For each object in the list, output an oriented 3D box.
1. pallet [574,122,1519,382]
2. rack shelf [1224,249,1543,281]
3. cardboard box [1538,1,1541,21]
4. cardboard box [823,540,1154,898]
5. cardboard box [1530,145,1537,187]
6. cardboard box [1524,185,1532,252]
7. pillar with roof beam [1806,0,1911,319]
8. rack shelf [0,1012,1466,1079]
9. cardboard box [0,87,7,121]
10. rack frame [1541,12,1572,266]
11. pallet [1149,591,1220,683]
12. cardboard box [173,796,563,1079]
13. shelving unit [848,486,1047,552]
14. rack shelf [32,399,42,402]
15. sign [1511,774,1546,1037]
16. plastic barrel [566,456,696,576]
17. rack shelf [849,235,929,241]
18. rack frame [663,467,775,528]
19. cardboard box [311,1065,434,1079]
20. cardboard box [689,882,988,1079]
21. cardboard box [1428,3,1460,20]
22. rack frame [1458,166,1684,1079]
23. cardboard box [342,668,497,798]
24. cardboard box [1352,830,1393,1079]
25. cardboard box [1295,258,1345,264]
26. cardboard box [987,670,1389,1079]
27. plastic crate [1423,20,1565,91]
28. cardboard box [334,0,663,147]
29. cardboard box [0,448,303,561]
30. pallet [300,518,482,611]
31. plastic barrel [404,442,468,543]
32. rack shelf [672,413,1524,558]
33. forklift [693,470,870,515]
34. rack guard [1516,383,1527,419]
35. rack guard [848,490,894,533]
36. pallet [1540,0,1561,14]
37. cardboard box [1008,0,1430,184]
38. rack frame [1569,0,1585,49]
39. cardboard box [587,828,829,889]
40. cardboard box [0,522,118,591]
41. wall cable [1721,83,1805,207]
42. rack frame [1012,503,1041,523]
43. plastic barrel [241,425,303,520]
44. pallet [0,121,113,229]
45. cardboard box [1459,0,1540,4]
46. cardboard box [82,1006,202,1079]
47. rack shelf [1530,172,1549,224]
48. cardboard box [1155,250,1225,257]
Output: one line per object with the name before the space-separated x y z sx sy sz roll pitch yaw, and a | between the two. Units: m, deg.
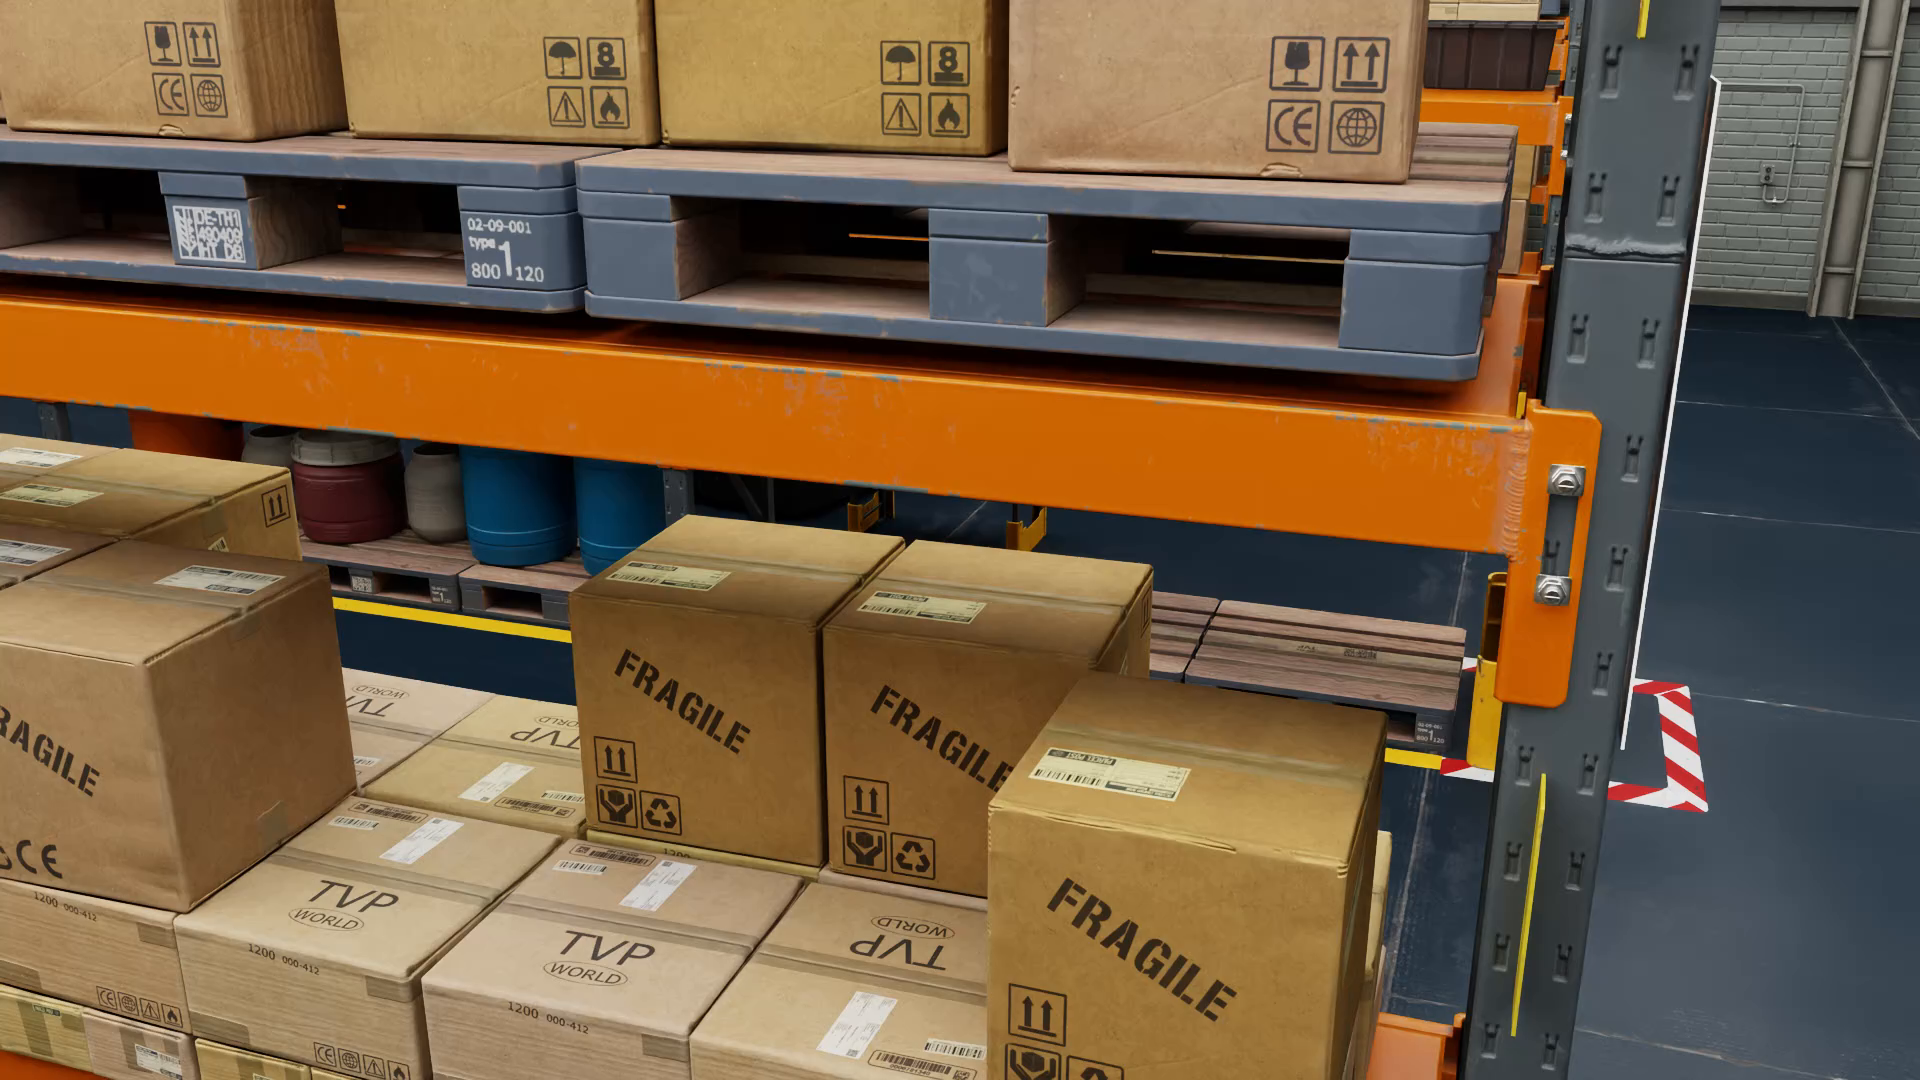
pallet | 0.200 -0.502 2.536 1.213 0.211 1.003 7 20 18
rack shelf | 2.269 -2.007 12.368 4.000 0.370 1.077 7 20 18
cardboard box | 3.757 -3.610 11.547 0.500 0.250 0.500 7 20 18
cardboard box | 0.067 0.336 3.192 0.500 0.500 0.500 6 20 17
cardboard box | 3.826 -2.779 11.822 0.500 0.500 0.500 7 20 20
cardboard box | 3.826 -2.307 11.986 0.500 0.500 0.500 7 20 19
pillar with roof beam | 7.202 -5.142 11.157 0.400 9.000 9.100 7 20 18
rack shelf | -0.985 1.073 3.533 4.000 0.370 1.077 7 20 18
cardboard box | -1.609 -1.066 3.079 0.500 0.500 0.700 8 21 21
rack frame | 4.159 -2.130 11.630 0.127 3.000 1.000 7 20 18
pallet | 0.615 0.493 8.342 1.213 0.211 1.003 7 20 18
cardboard box | -1.094 0.745 3.157 0.500 0.250 0.500 7 20 18
shelving unit | -0.072 -0.716 9.853 1.083 1.500 0.587 7 20 18
rack shelf | -6.917 -1.331 10.430 4.000 0.370 1.077 7 20 18
sign | 0.713 0.458 2.086 0.005 0.325 0.100 7 20 18
plastic barrel | -1.757 -0.294 8.913 0.708 0.901 0.600 7 20 18
rack shelf | -1.509 -2.439 13.608 4.000 0.370 1.077 7 20 18
rack frame | -1.249 -1.023 8.453 0.127 3.000 1.000 7 20 18
cardboard box | -0.984 0.967 3.127 0.250 0.149 0.380 7 20 19
cardboard box | -0.120 0.855 2.842 0.500 0.250 0.500 6 20 17
cardboard box | 3.118 -3.507 11.250 0.500 0.250 0.500 7 20 18
rack frame | 0.904 0.950 2.795 0.127 3.000 1.000 7 20 18
cardboard box | -1.399 0.524 3.791 0.500 0.250 0.500 7 20 19
cardboard box | 0.539 0.744 3.160 0.500 0.250 0.500 6 20 17
cardboard box | 2.686 -2.252 11.827 0.500 0.500 0.500 7 20 18
cardboard box | 0.358 0.555 2.564 0.500 0.500 0.500 7 20 19
plastic crate | 2.257 -2.073 7.109 0.590 0.269 0.497 7 20 18
cardboard box | -0.601 -0.938 2.712 0.500 0.500 0.700 5 20 14
cardboard box | -1.880 0.116 3.824 0.500 0.500 0.500 7 20 19
pallet | -3.120 0.067 9.564 1.213 0.211 1.003 7 20 18
plastic barrel | -2.930 -0.275 9.451 0.421 0.512 0.421 0 19 0
rack shelf | 0.640 -0.467 7.951 4.000 0.370 1.077 7 20 18
forklift | -1.908 -1.903 11.081 3.031 2.935 1.130 14 24 35
rack guard | 4.087 -0.958 12.065 0.348 0.500 1.175 7 20 18
rack guard | -0.542 -0.180 10.213 0.087 0.250 0.587 7 20 18
pallet | 5.077 -5.122 15.791 1.213 0.211 1.003 7 20 18
cardboard box | 0.395 -0.799 2.313 0.500 0.500 0.700 5 20 15
rack frame | 2.530 -3.423 6.226 0.127 3.000 1.000 7 20 18
cardboard box | -0.427 0.635 3.474 0.500 0.250 0.500 6 20 16
cardboard box | -2.043 0.281 3.351 0.500 0.500 0.500 7 20 18
wall cable | 7.301 -4.306 16.330 1.851 1.984 0.084 7 20 18
rack frame | 0.400 -0.663 9.698 0.032 1.500 0.500 7 20 18
plastic barrel | -3.997 -0.397 9.801 0.421 0.512 0.421 0 19 0
pallet | -2.105 -0.765 3.293 1.213 0.211 1.003 7 20 18
cardboard box | 3.590 -3.688 11.011 0.500 0.250 0.500 7 20 18
cardboard box | -1.480 0.911 3.286 0.250 0.149 0.380 7 20 19
rack shelf | 3.891 -3.547 16.788 4.000 0.370 1.077 7 20 18
cardboard box | 1.729 -2.361 12.139 0.500 0.500 0.500 6 20 18
